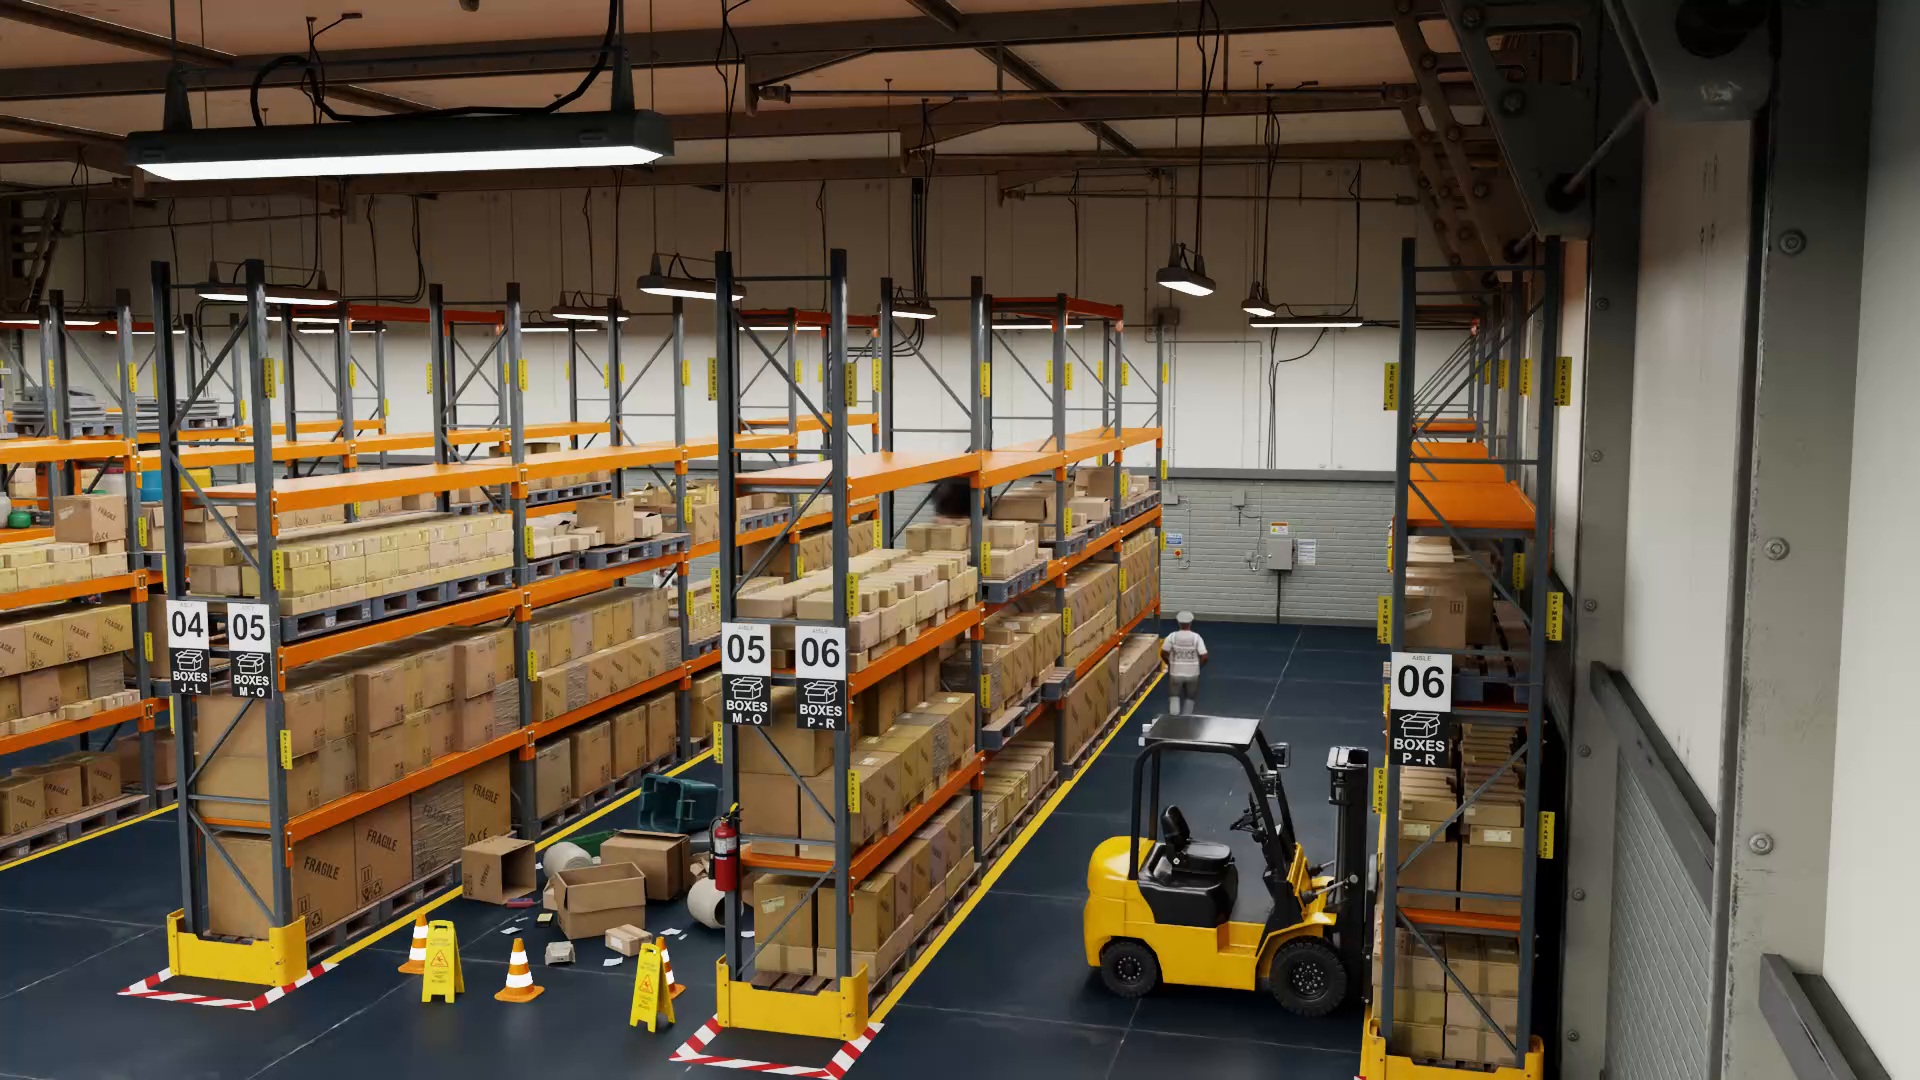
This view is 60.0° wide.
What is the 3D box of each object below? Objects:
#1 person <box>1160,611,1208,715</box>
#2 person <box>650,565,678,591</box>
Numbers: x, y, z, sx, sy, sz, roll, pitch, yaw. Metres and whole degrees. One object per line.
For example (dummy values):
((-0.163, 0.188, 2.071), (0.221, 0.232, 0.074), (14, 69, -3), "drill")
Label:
((3.126, 1.848, 23.211), (0.659, 1.732, 0.622), (1, 6, 10), "person")
((-5.212, 1.180, 29.506), (0.658, 1.836, 0.752), (1, 6, 5), "person")
